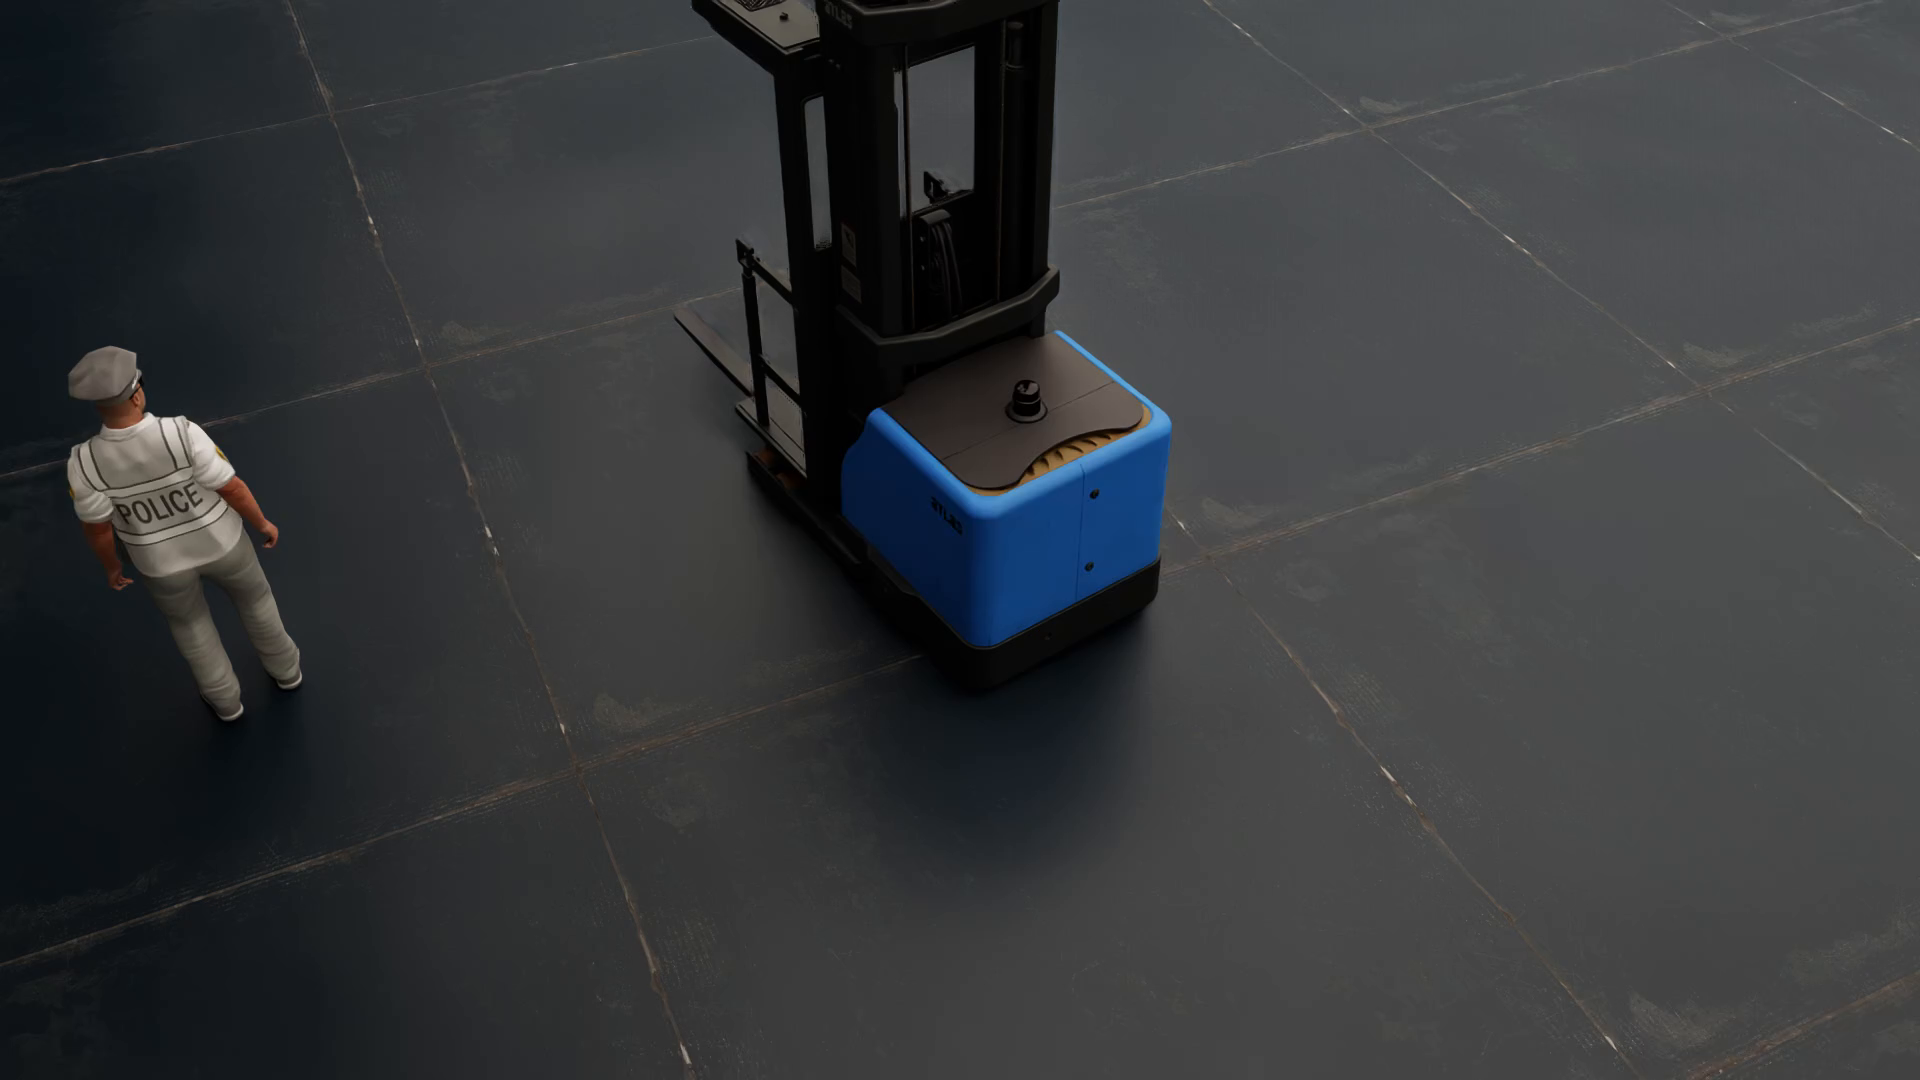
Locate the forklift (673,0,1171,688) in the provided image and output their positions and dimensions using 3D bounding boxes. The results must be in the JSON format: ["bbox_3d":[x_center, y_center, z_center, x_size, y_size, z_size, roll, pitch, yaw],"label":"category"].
[{"bbox_3d":[-0.376,-1.412,7.193,1.130,2.935,3.031,-26,49,-25],"label":"forklift"}]

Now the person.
[{"bbox_3d":[-3.046,-0.012,6.553,0.651,1.761,0.441,-19,46,-19],"label":"person"}]
